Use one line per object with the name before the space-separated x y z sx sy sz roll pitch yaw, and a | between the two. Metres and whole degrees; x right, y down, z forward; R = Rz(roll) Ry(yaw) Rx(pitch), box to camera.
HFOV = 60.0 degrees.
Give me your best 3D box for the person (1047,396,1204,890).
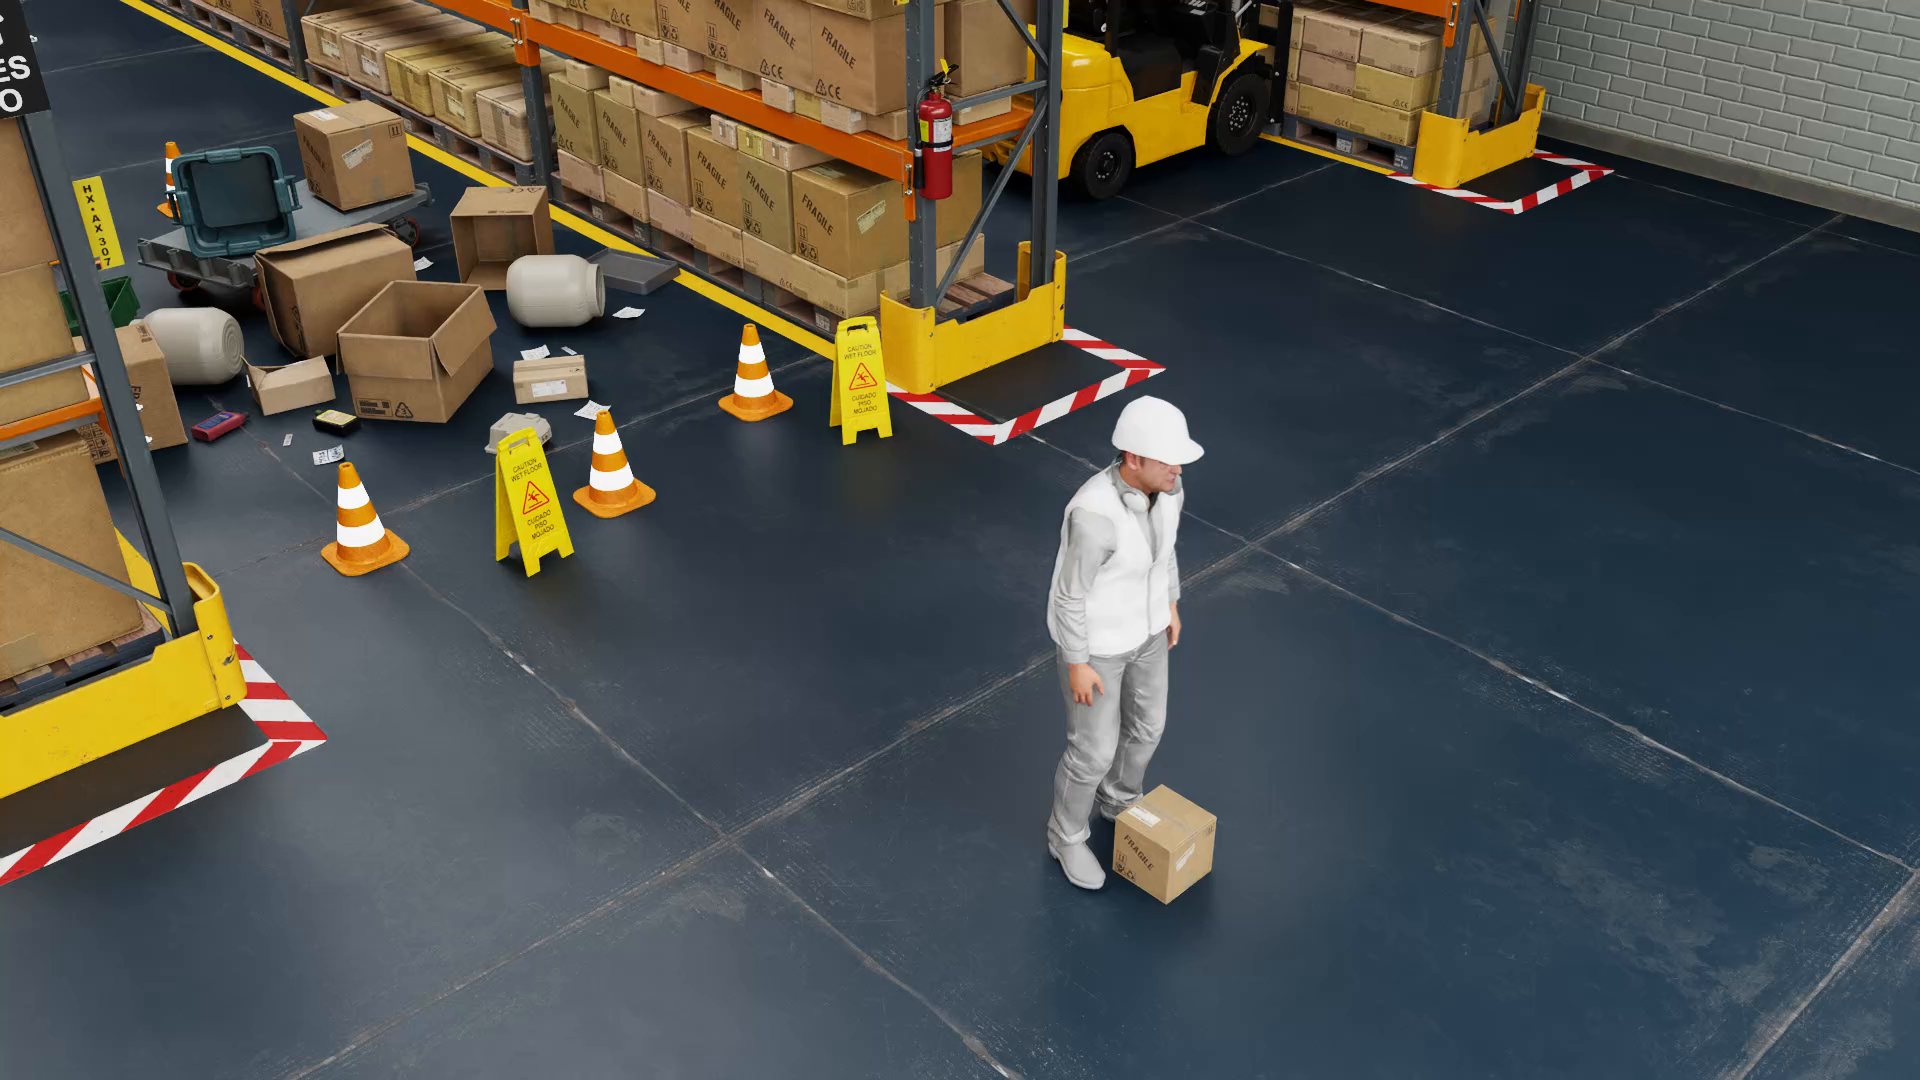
person | 0.539 0.315 5.596 0.460 1.772 0.594 27 40 36
